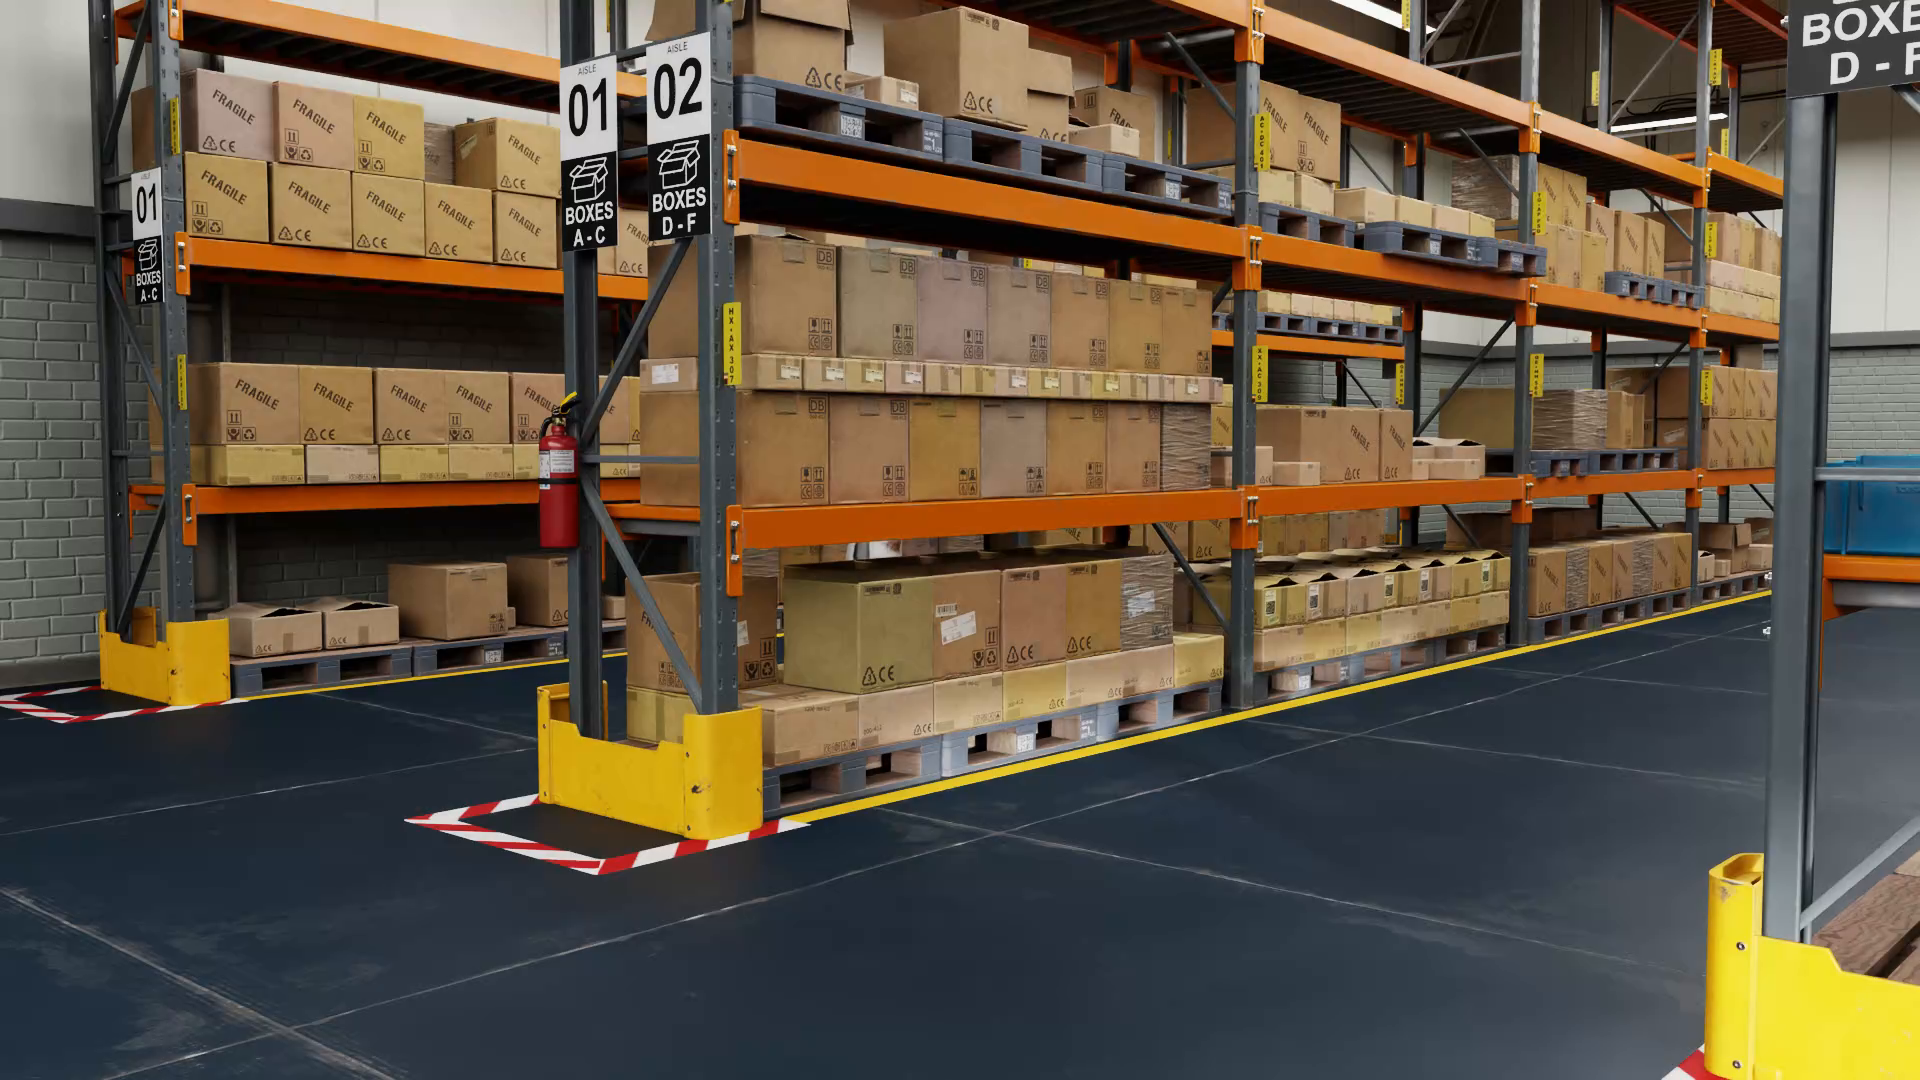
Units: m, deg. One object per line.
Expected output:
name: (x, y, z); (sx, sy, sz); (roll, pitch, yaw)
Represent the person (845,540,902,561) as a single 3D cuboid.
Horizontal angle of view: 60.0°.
person: (-0.617, -0.038, 12.374); (0.562, 1.775, 0.382); (3, 5, 42)
